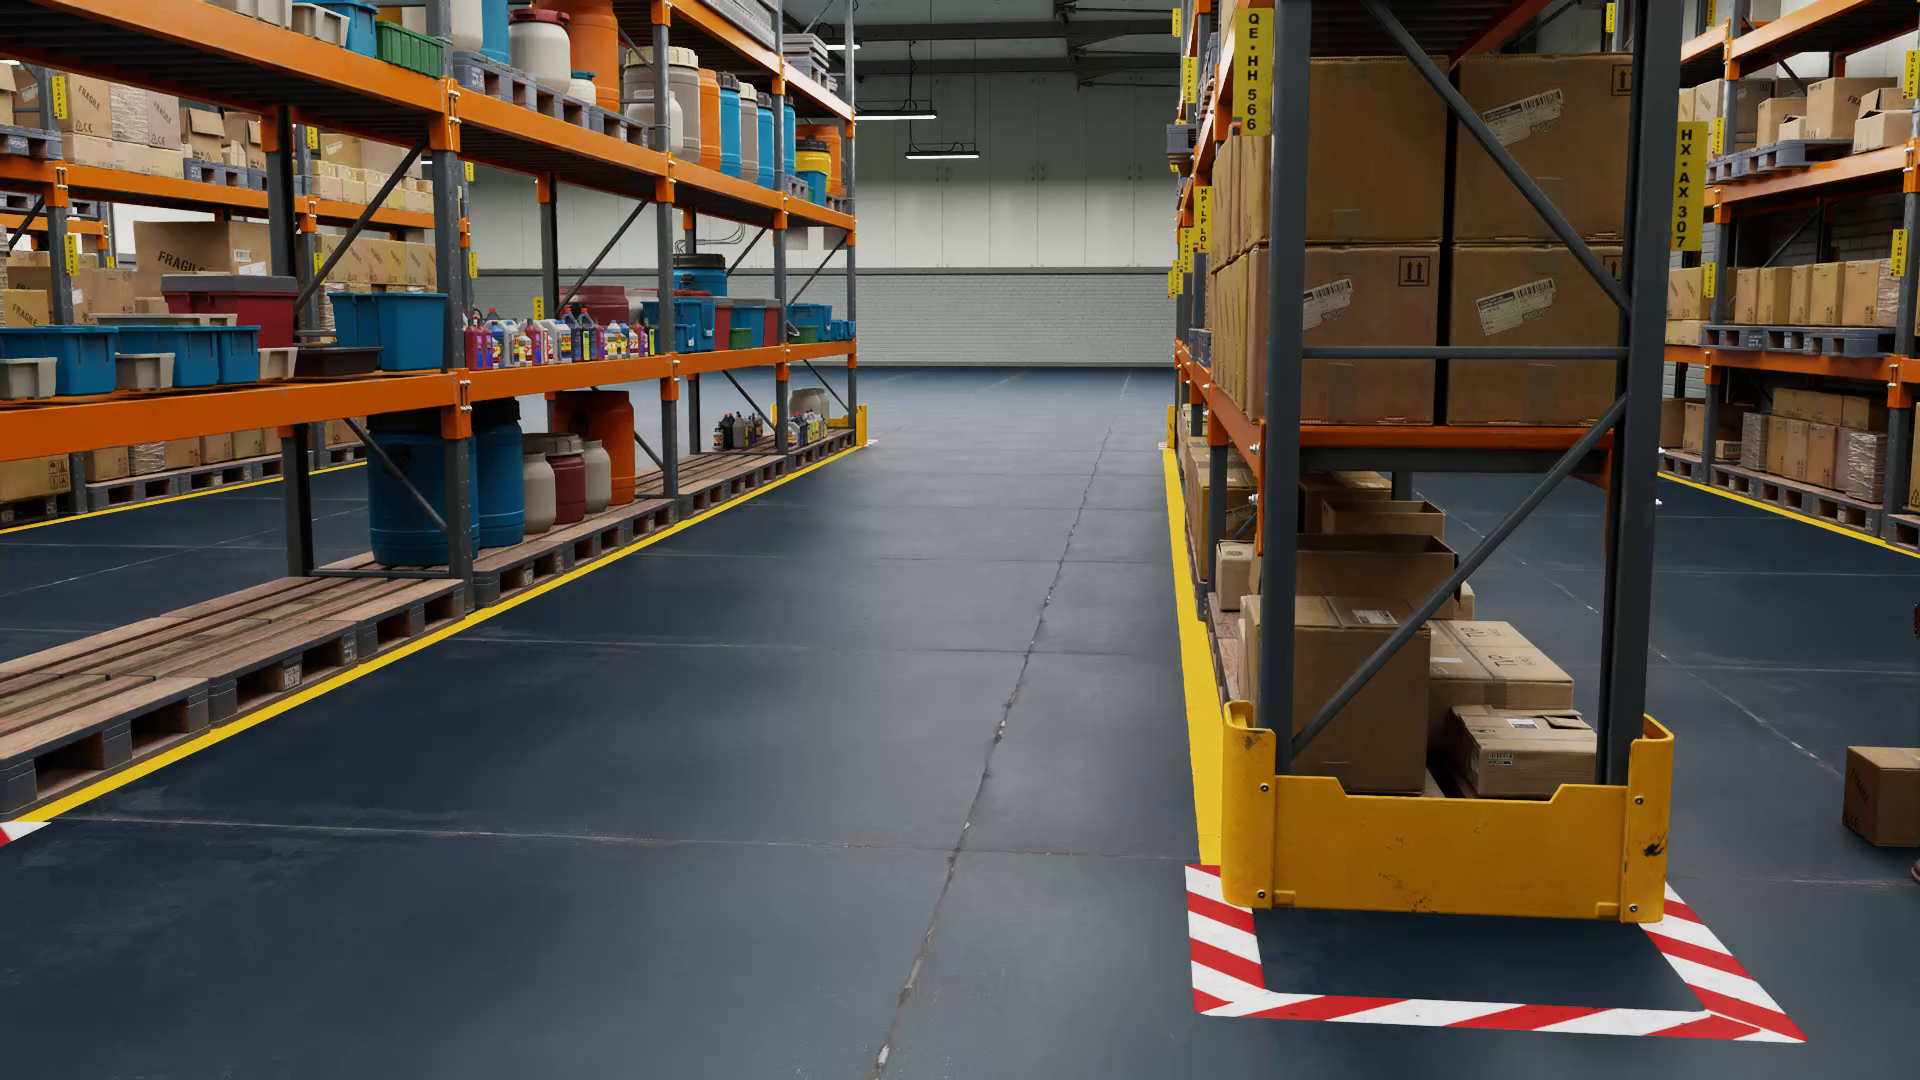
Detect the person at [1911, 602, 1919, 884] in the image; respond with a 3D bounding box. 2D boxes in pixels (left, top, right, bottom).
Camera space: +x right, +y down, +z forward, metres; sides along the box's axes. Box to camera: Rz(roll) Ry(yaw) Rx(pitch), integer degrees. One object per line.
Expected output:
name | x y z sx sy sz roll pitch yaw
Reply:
person | 2.890 0.184 4.581 0.446 1.636 0.330 0 8 3
